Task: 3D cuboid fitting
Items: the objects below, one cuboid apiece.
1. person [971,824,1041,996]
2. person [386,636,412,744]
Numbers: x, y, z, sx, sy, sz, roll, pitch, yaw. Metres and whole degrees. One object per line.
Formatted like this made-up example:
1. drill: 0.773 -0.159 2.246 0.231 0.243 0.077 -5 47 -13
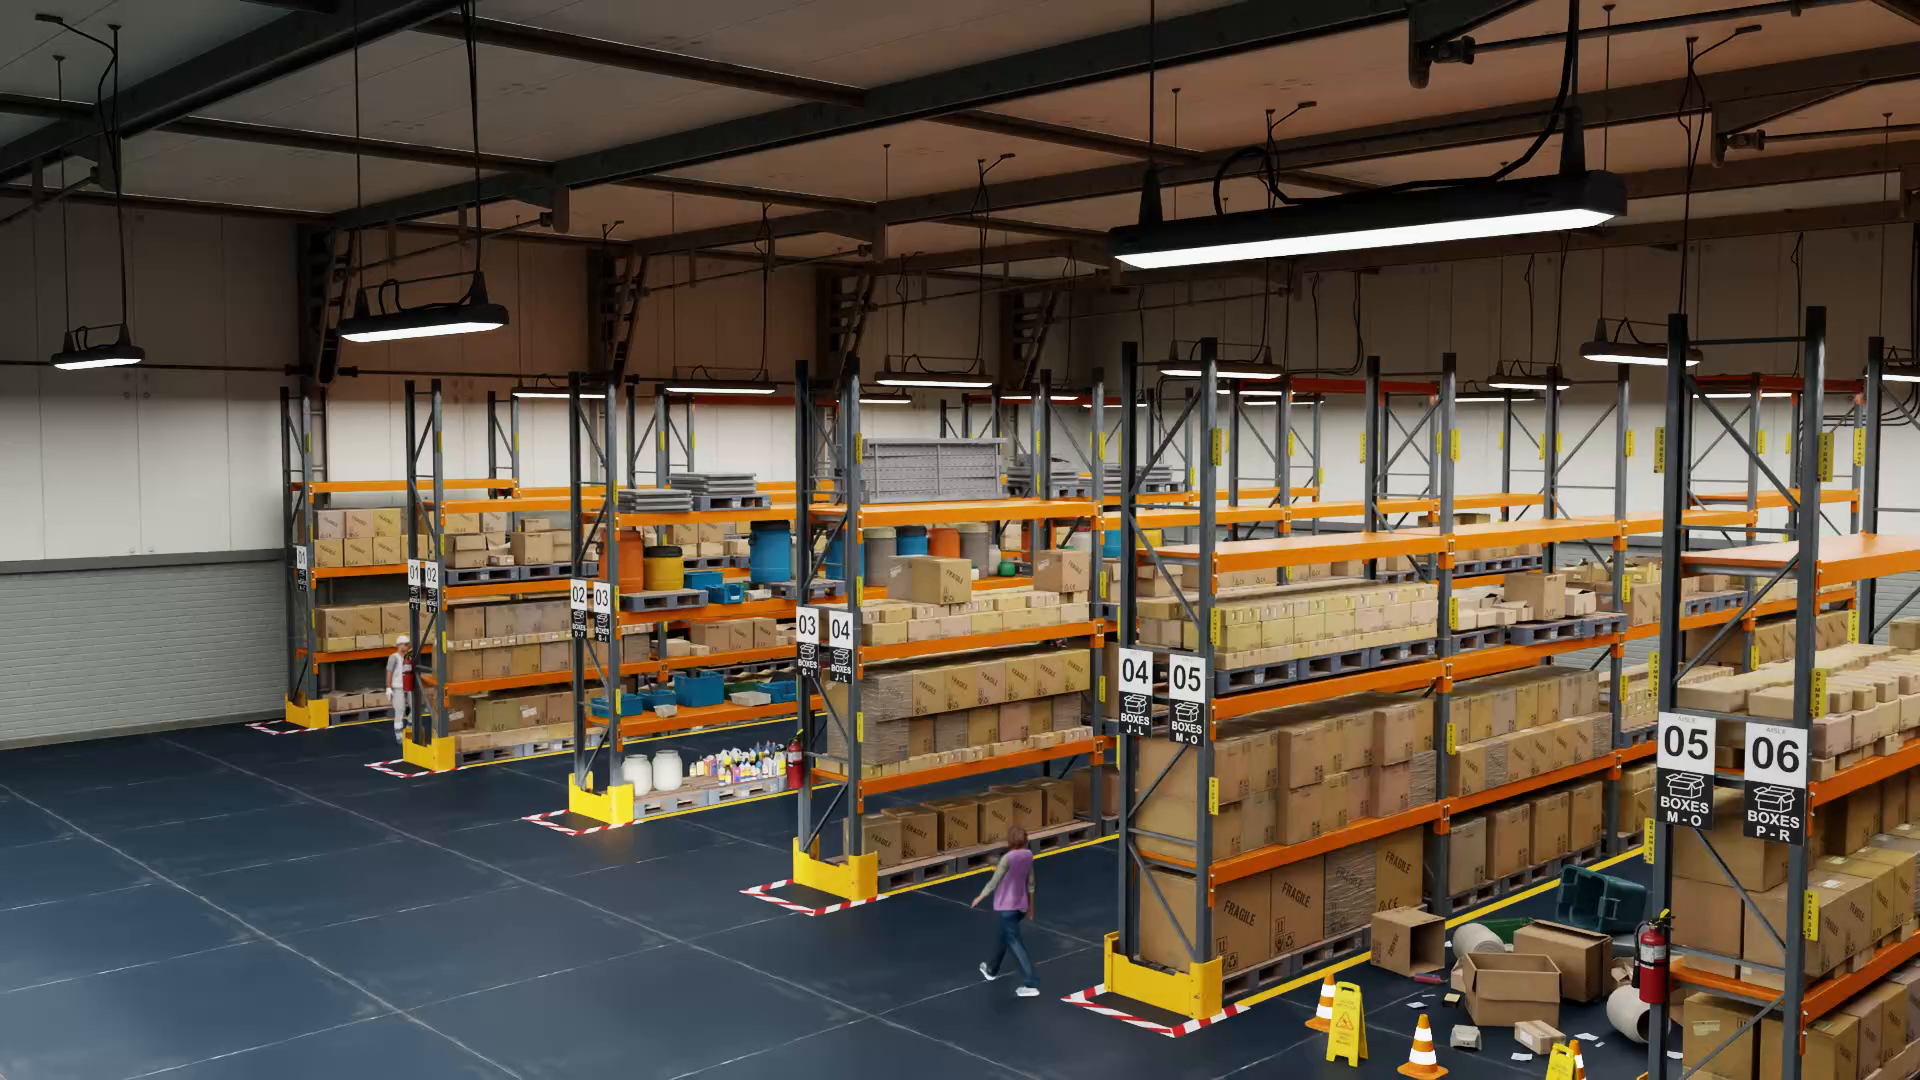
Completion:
1. person: 0.439 3.388 15.402 0.484 1.537 0.956 -4 5 -44
2. person: -9.313 2.500 27.841 0.441 1.802 0.645 2 4 32
